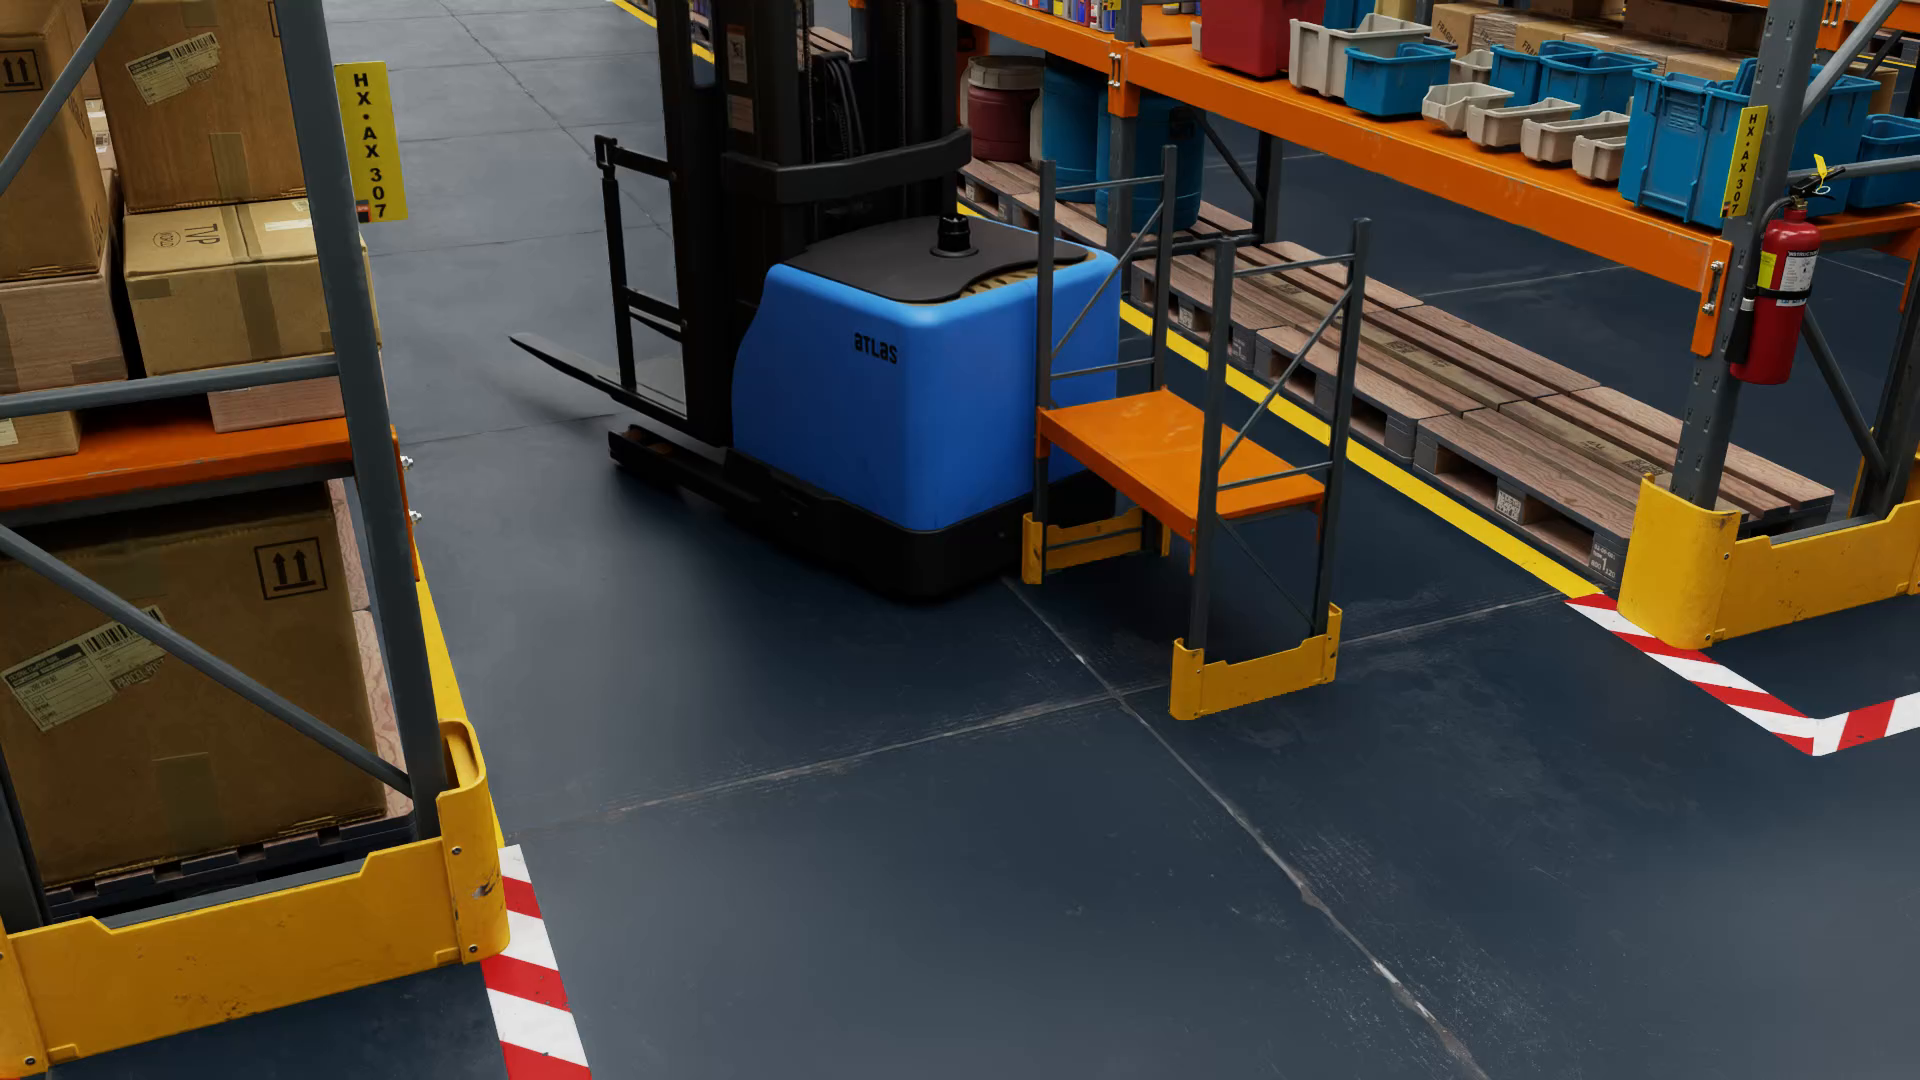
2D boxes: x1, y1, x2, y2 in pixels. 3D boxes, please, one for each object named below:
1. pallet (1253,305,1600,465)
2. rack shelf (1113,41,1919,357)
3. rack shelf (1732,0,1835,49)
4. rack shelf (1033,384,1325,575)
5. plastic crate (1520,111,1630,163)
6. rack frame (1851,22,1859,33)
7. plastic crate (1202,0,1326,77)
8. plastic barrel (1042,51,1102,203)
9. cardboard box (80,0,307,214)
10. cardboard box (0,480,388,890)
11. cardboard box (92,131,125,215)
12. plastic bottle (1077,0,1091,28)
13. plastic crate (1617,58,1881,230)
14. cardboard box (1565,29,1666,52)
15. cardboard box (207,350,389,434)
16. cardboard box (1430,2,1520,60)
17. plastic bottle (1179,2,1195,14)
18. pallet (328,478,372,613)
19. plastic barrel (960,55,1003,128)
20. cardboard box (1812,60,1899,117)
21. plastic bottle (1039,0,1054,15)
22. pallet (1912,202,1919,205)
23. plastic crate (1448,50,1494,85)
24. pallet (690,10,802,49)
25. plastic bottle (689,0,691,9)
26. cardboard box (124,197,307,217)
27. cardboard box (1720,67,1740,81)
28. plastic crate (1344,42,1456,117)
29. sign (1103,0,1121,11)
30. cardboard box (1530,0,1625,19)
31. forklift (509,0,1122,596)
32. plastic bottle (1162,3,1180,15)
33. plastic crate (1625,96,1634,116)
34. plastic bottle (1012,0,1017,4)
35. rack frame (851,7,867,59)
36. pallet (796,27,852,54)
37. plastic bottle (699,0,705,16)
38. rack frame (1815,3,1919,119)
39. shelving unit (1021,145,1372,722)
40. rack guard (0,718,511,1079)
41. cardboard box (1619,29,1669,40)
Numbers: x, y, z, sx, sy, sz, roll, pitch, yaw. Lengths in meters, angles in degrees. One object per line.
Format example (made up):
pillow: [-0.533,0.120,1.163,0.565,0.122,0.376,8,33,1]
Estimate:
pallet: [2.071,-0.729,7.503,1.003,0.211,1.213,-11,28,-21]
rack shelf: [2.048,-1.635,7.000,1.077,0.370,4.000,-11,28,-21]
rack shelf: [5.041,-4.099,12.047,1.077,0.370,4.000,-11,28,-21]
rack shelf: [0.707,-0.223,5.408,0.538,0.185,1.000,-12,28,-23]
plastic crate: [2.246,-1.477,6.088,0.396,0.136,0.243,-11,28,-21]
rack frame: [8.815,-6.083,15.289,1.000,3.000,0.127,-11,28,-21]
plastic crate: [1.384,-2.418,7.642,0.402,0.464,0.583,-11,28,-21]
plastic barrel: [0.791,-2.520,9.905,0.600,0.901,0.708,-11,28,-21]
cardboard box: [-1.861,-1.145,4.153,0.500,0.500,0.500,-11,28,-22]
cardboard box: [-2.050,0.222,4.320,0.875,0.875,0.875,-11,28,-21]
cardboard box: [-2.557,-0.926,4.560,0.500,0.250,0.500,-12,28,-22]
plastic bottle: [0.681,-2.902,8.908,0.061,0.283,0.133,-11,28,-21]
plastic crate: [2.529,-1.297,5.378,0.616,0.435,0.499,-11,28,-21]
cardboard box: [4.784,-3.448,12.241,0.500,0.500,0.500,-12,28,-22]
cardboard box: [-1.561,-0.387,3.910,0.380,0.149,0.250,-10,28,-20]
cardboard box: [4.173,-4.071,13.518,0.500,0.500,0.500,-9,28,-18]
plastic bottle: [1.291,-3.110,9.342,0.152,0.276,0.135,-11,28,-21]
pallet: [-2.585,0.152,5.698,1.003,0.211,1.213,-11,28,-21]
plastic barrel: [0.209,-3.044,11.422,0.421,0.512,0.421,0,26,0]
cardboard box: [5.859,-2.927,11.173,0.500,0.500,0.500,-12,28,-23]
plastic bottle: [0.532,-3.133,9.304,0.144,0.351,0.185,-11,28,-21]
pallet: [6.093,-2.085,10.279,1.003,0.211,1.213,-11,28,-21]
plastic crate: [2.224,-2.023,7.206,0.293,0.136,0.466,-11,28,-21]
pallet: [-2.092,-5.020,16.292,1.003,0.211,1.213,-11,28,-21]
plastic bottle: [-2.647,-5.454,16.604,0.152,0.276,0.135,-10,28,-20]
cardboard box: [-1.875,-0.815,4.332,0.500,0.250,0.500,-11,28,-21]
cardboard box: [5.368,-2.840,10.995,0.500,0.500,0.500,-11,28,-21]
plastic crate: [1.792,-1.887,6.819,0.416,0.233,0.300,-11,28,-21]
sign: [0.758,-2.796,8.243,0.100,0.325,0.005,-11,28,-21]
cardboard box: [4.866,-4.282,13.094,0.500,0.250,0.500,-9,28,-19]
forklift: [-0.793,-1.681,6.351,1.130,2.935,3.031,-23,34,-38]
plastic bottle: [1.184,-3.047,9.299,0.097,0.201,0.097,0,26,0]
plastic crate: [2.723,-1.633,6.408,0.250,0.136,0.298,-11,28,-21]
plastic bottle: [0.350,-3.227,9.668,0.097,0.201,0.097,0,26,0]
rack frame: [-0.301,-4.380,11.803,1.000,3.000,0.127,-11,28,-21]
pallet: [-1.524,-4.432,15.086,1.003,0.211,1.213,-11,28,-21]
plastic bottle: [-2.460,-5.290,16.184,0.144,0.351,0.185,-12,29,-23]
rack frame: [5.824,-3.615,10.235,1.000,3.000,0.127,-11,28,-21]
shelving unit: [0.711,-0.381,5.322,0.587,1.500,1.083,-12,28,-23]
rack guard: [-1.716,0.833,3.974,1.175,0.500,0.348,-11,28,-21]
cardboard box: [5.254,-3.547,12.444,0.500,0.500,0.500,-12,28,-23]
